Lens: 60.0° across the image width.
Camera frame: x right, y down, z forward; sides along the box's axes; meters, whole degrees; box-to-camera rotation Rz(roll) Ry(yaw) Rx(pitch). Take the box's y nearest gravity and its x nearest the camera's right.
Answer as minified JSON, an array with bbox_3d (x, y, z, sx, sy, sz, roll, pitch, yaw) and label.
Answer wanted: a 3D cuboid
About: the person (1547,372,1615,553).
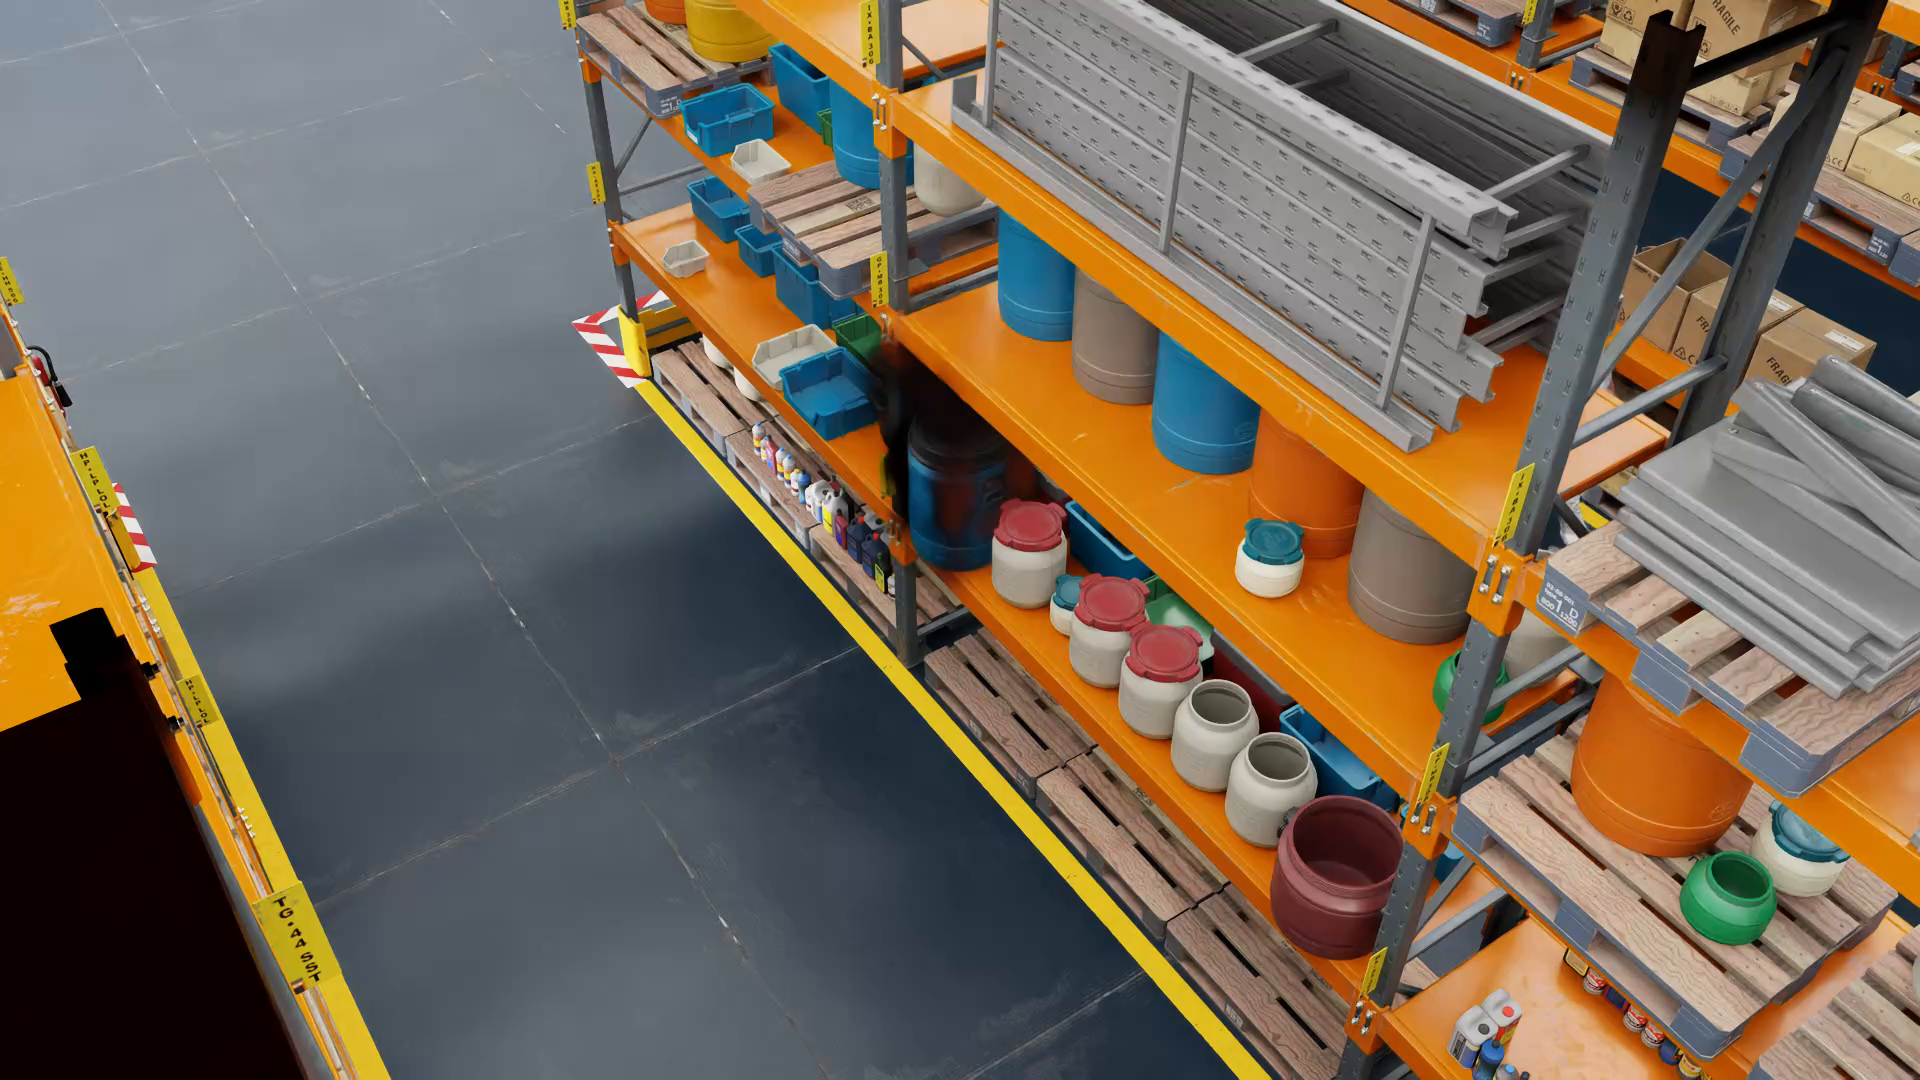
[{"bbox_3d":[3.902,-0.591,10.757,0.777,1.829,0.856,-24,48,-24],"label":"person"}]
